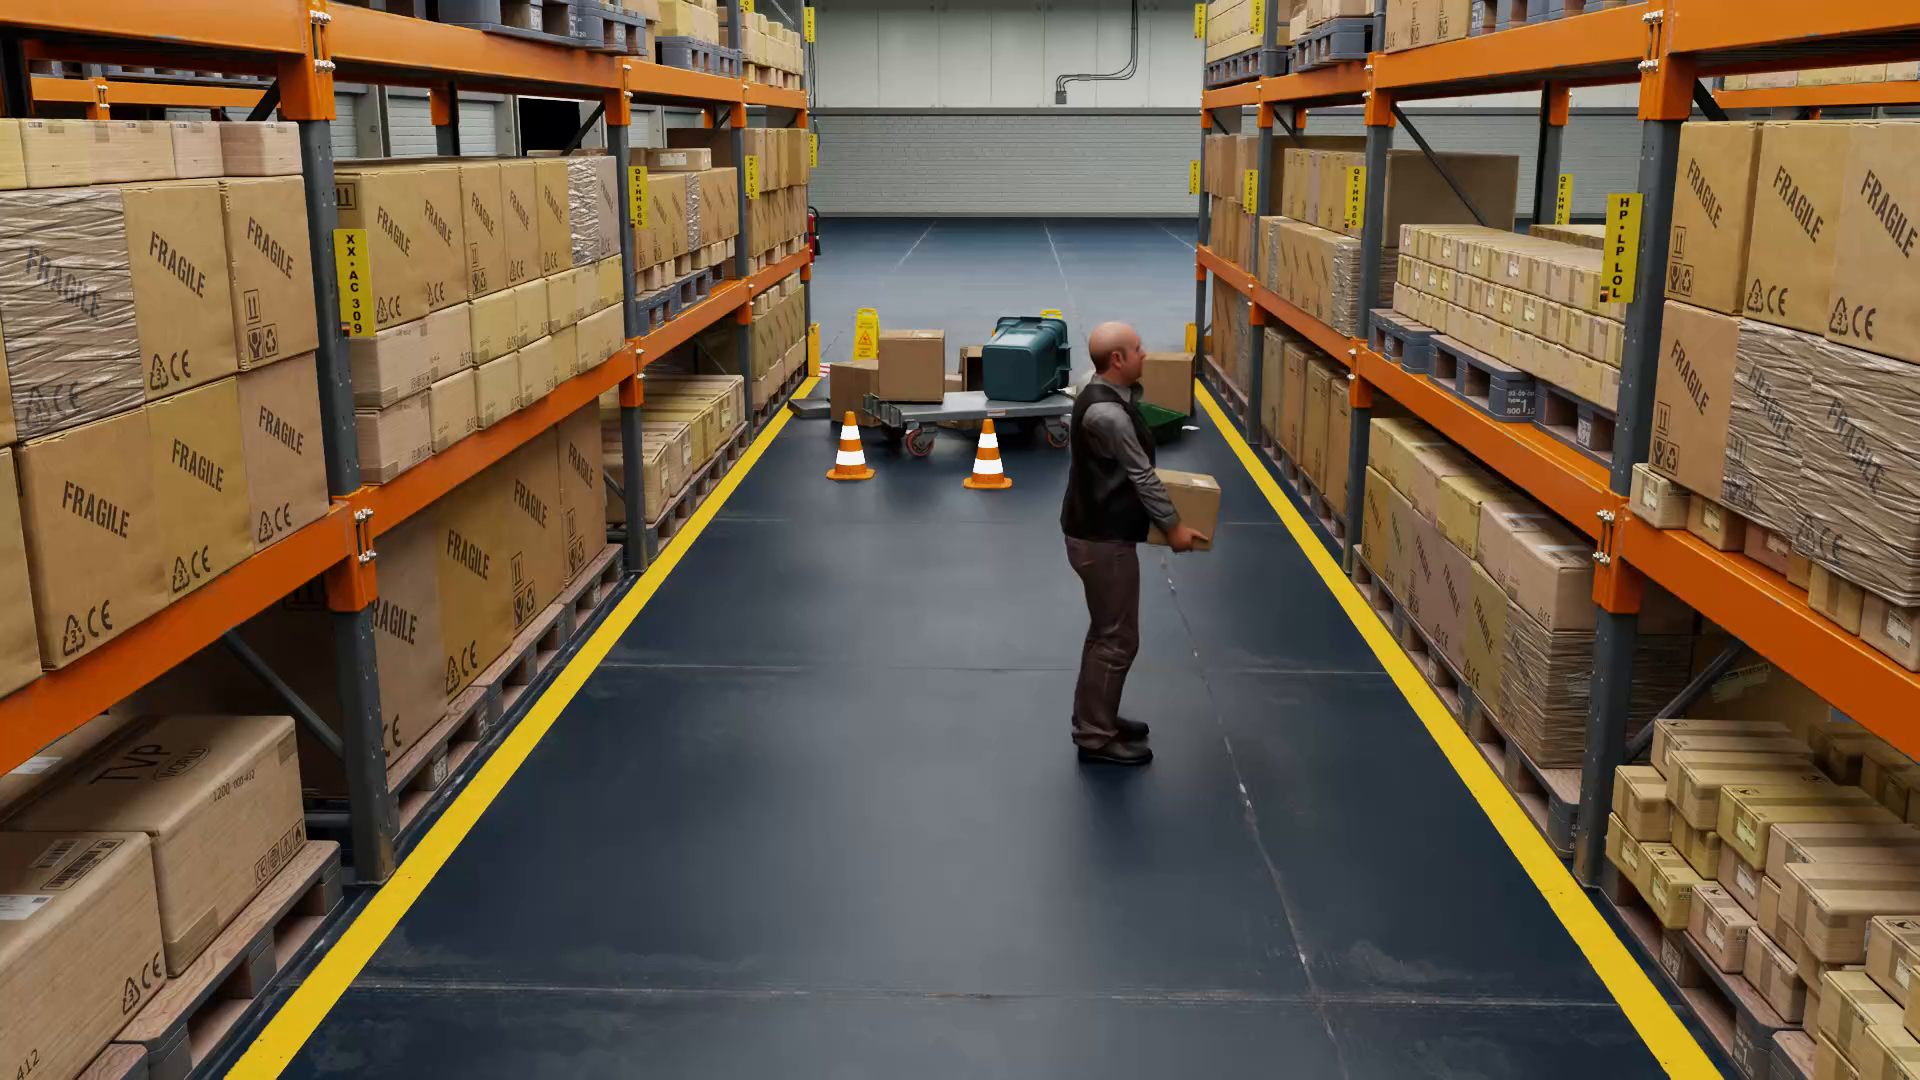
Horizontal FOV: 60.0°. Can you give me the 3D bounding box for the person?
[{"bbox_3d":[0.675,0.004,6.545,0.560,1.721,0.495,0,14,1],"label":"person"}]
